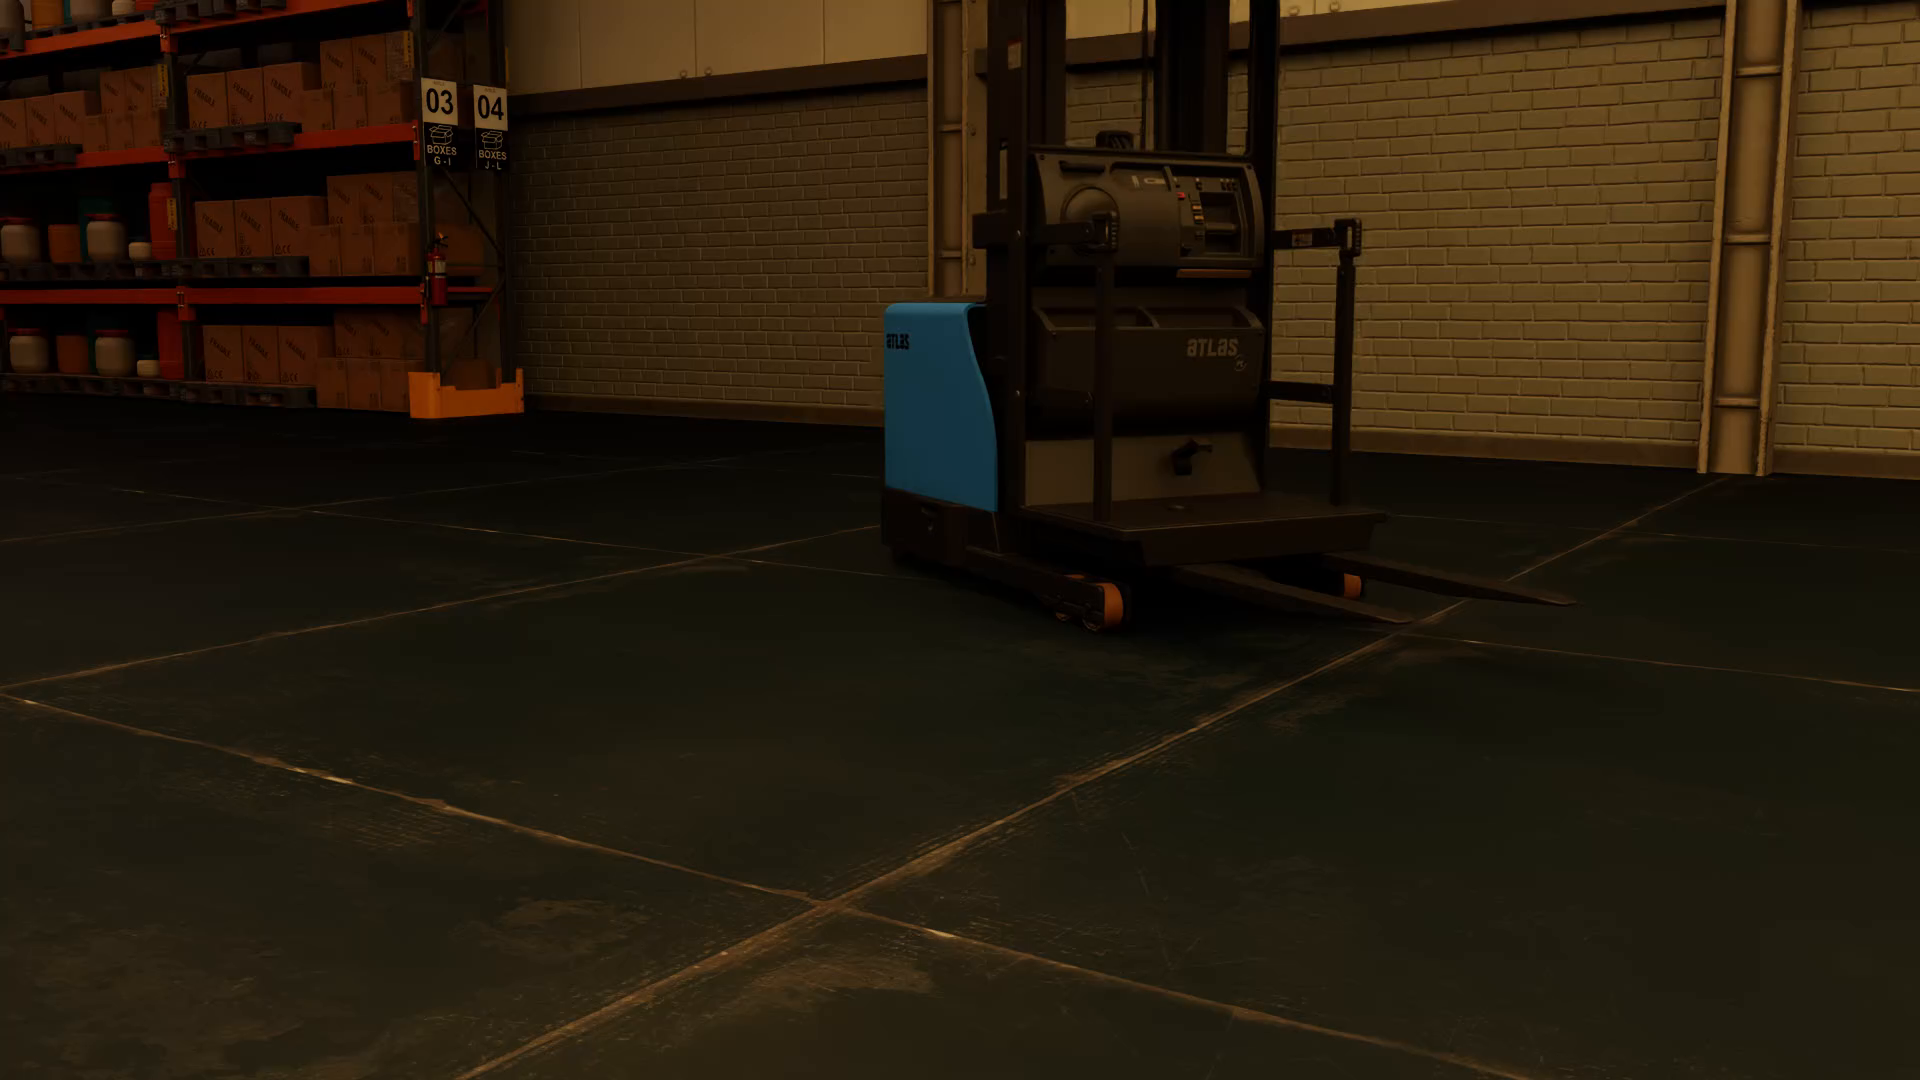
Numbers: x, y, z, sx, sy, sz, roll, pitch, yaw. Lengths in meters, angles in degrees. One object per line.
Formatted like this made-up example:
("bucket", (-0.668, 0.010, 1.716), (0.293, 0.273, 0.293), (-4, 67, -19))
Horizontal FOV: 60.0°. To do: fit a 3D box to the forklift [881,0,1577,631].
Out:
("forklift", (0.786, -1.220, 5.773), (1.130, 2.935, 3.031), (-4, 9, -27))
